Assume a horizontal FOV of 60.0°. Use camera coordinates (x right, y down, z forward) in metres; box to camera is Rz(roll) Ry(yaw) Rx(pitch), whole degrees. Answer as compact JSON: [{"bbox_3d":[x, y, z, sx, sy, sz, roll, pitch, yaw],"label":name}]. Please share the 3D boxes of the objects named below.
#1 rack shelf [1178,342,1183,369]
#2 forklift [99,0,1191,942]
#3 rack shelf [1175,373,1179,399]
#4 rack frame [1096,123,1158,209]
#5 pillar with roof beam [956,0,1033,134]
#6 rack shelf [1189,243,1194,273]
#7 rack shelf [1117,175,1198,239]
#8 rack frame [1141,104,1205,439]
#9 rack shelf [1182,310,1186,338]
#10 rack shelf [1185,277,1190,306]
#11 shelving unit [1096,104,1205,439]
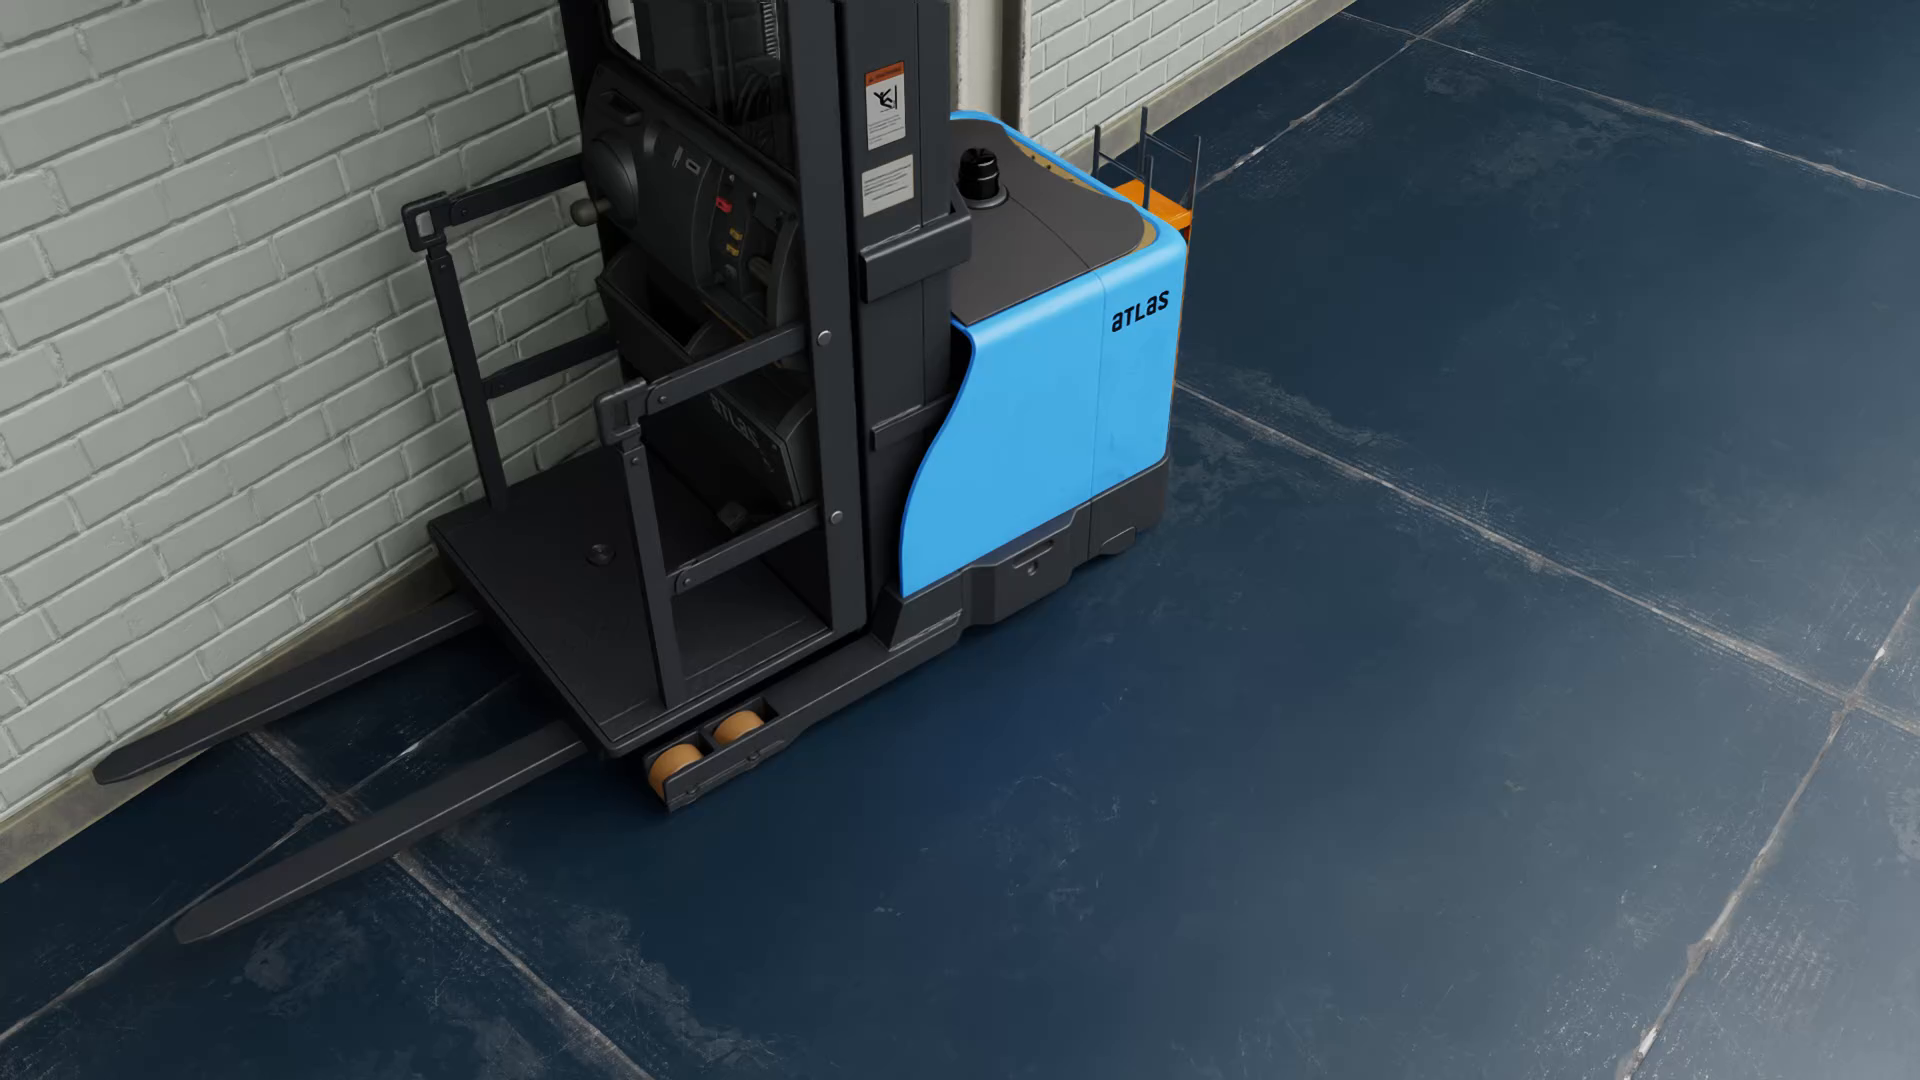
[{"bbox_3d":[0.550,-0.610,5.273,0.180,0.103,0.258,-28,49,-27],"label":"rack shelf"},{"bbox_3d":[-0.816,-0.784,3.933,3.031,2.935,1.130,-28,49,-27],"label":"forklift"},{"bbox_3d":[0.550,-0.521,5.354,0.180,0.103,0.258,-28,49,-27],"label":"rack shelf"},{"bbox_3d":[0.478,-0.694,5.121,0.006,1.200,0.240,-28,49,-27],"label":"rack frame"},{"bbox_3d":[3.299,-2.438,1.242,9.100,9.000,0.400,29,50,28],"label":"pillar with roof beam"},{"bbox_3d":[0.550,-0.876,5.031,0.180,0.103,0.258,-28,49,-27],"label":"rack shelf"},{"bbox_3d":[0.550,-0.965,4.950,0.180,0.103,0.258,-28,49,-27],"label":"rack shelf"},{"bbox_3d":[0.622,-0.769,5.204,0.006,1.200,0.240,-28,49,-27],"label":"rack frame"},{"bbox_3d":[0.550,-0.698,5.192,0.180,0.103,0.258,-28,49,-27],"label":"rack shelf"},{"bbox_3d":[0.550,-0.787,5.112,0.180,0.103,0.258,-28,49,-27],"label":"rack shelf"},{"bbox_3d":[0.550,-0.731,5.162,0.189,1.200,0.258,-28,49,-27],"label":"shelving unit"}]
